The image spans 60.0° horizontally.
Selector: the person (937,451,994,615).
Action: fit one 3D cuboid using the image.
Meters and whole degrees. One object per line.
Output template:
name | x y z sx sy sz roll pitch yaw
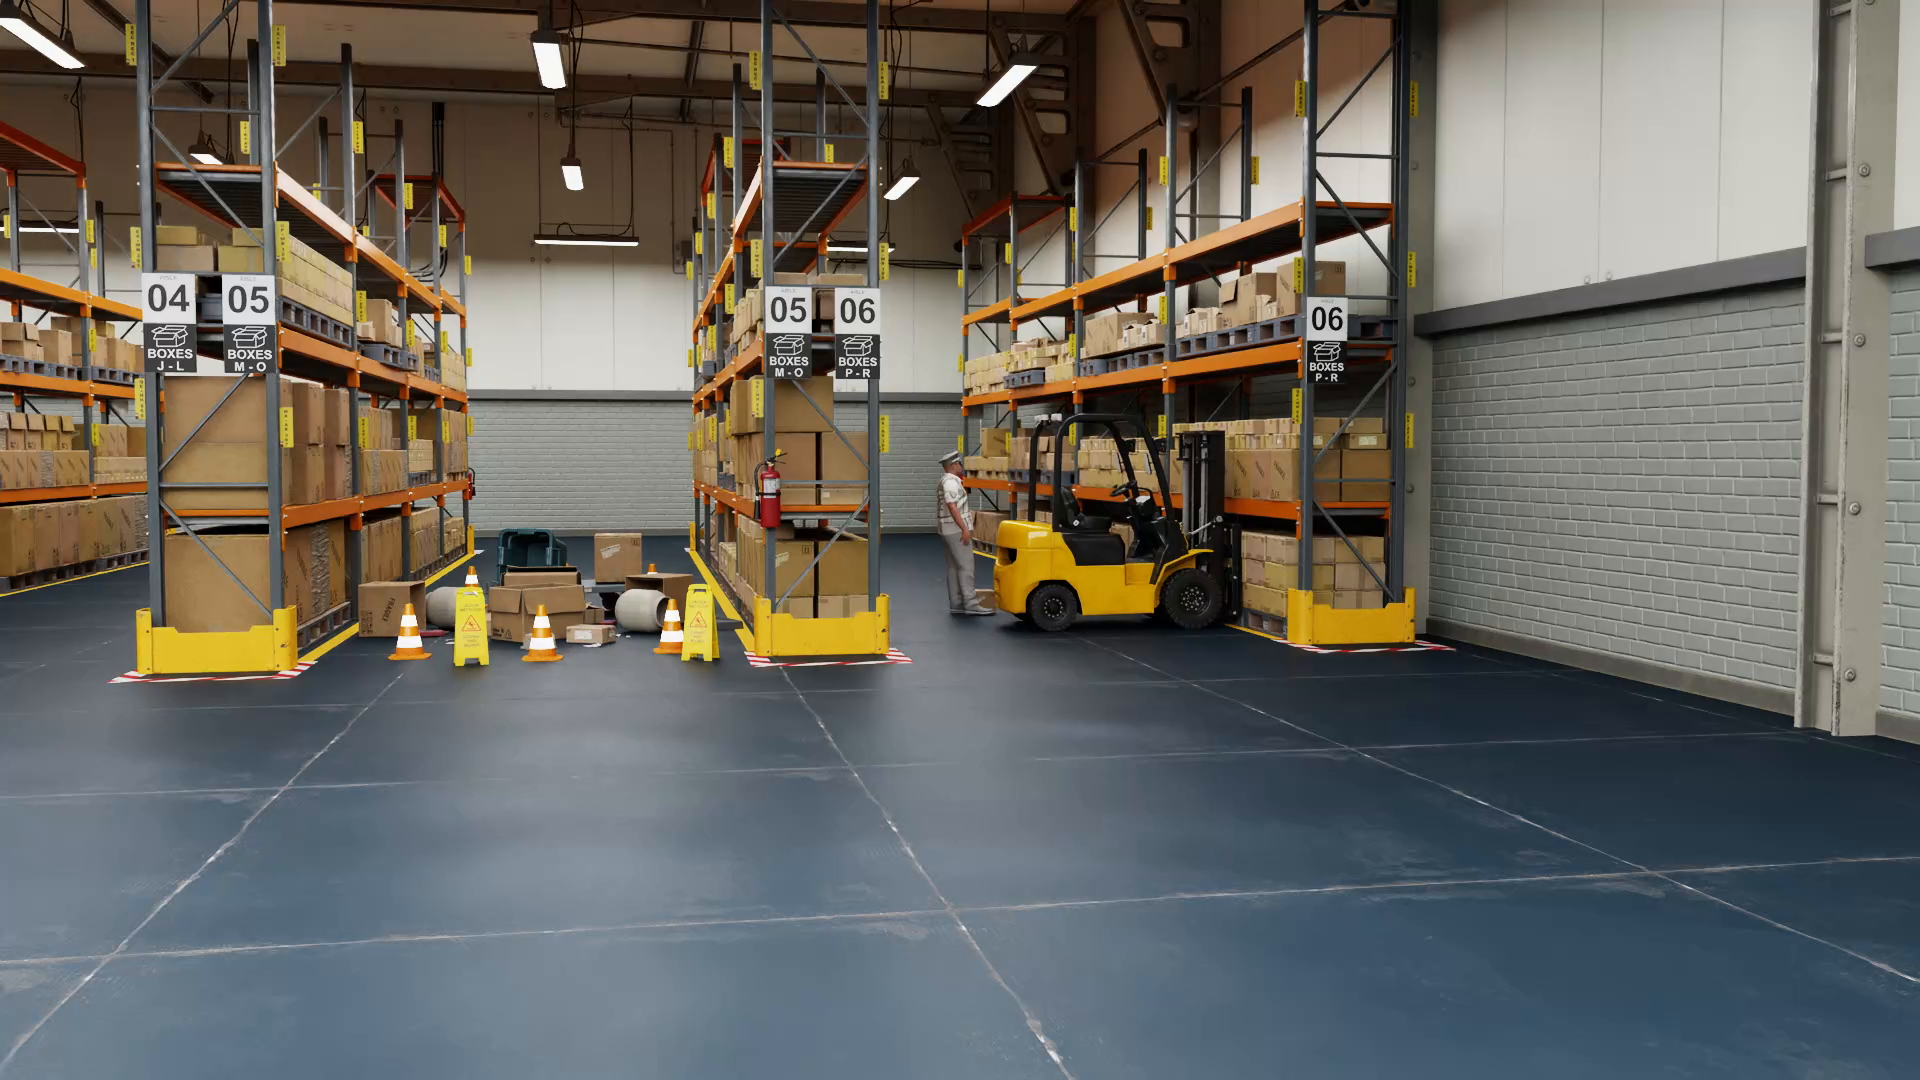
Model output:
person | 0.040 -0.089 18.271 0.574 1.780 0.640 -1 3 -11
